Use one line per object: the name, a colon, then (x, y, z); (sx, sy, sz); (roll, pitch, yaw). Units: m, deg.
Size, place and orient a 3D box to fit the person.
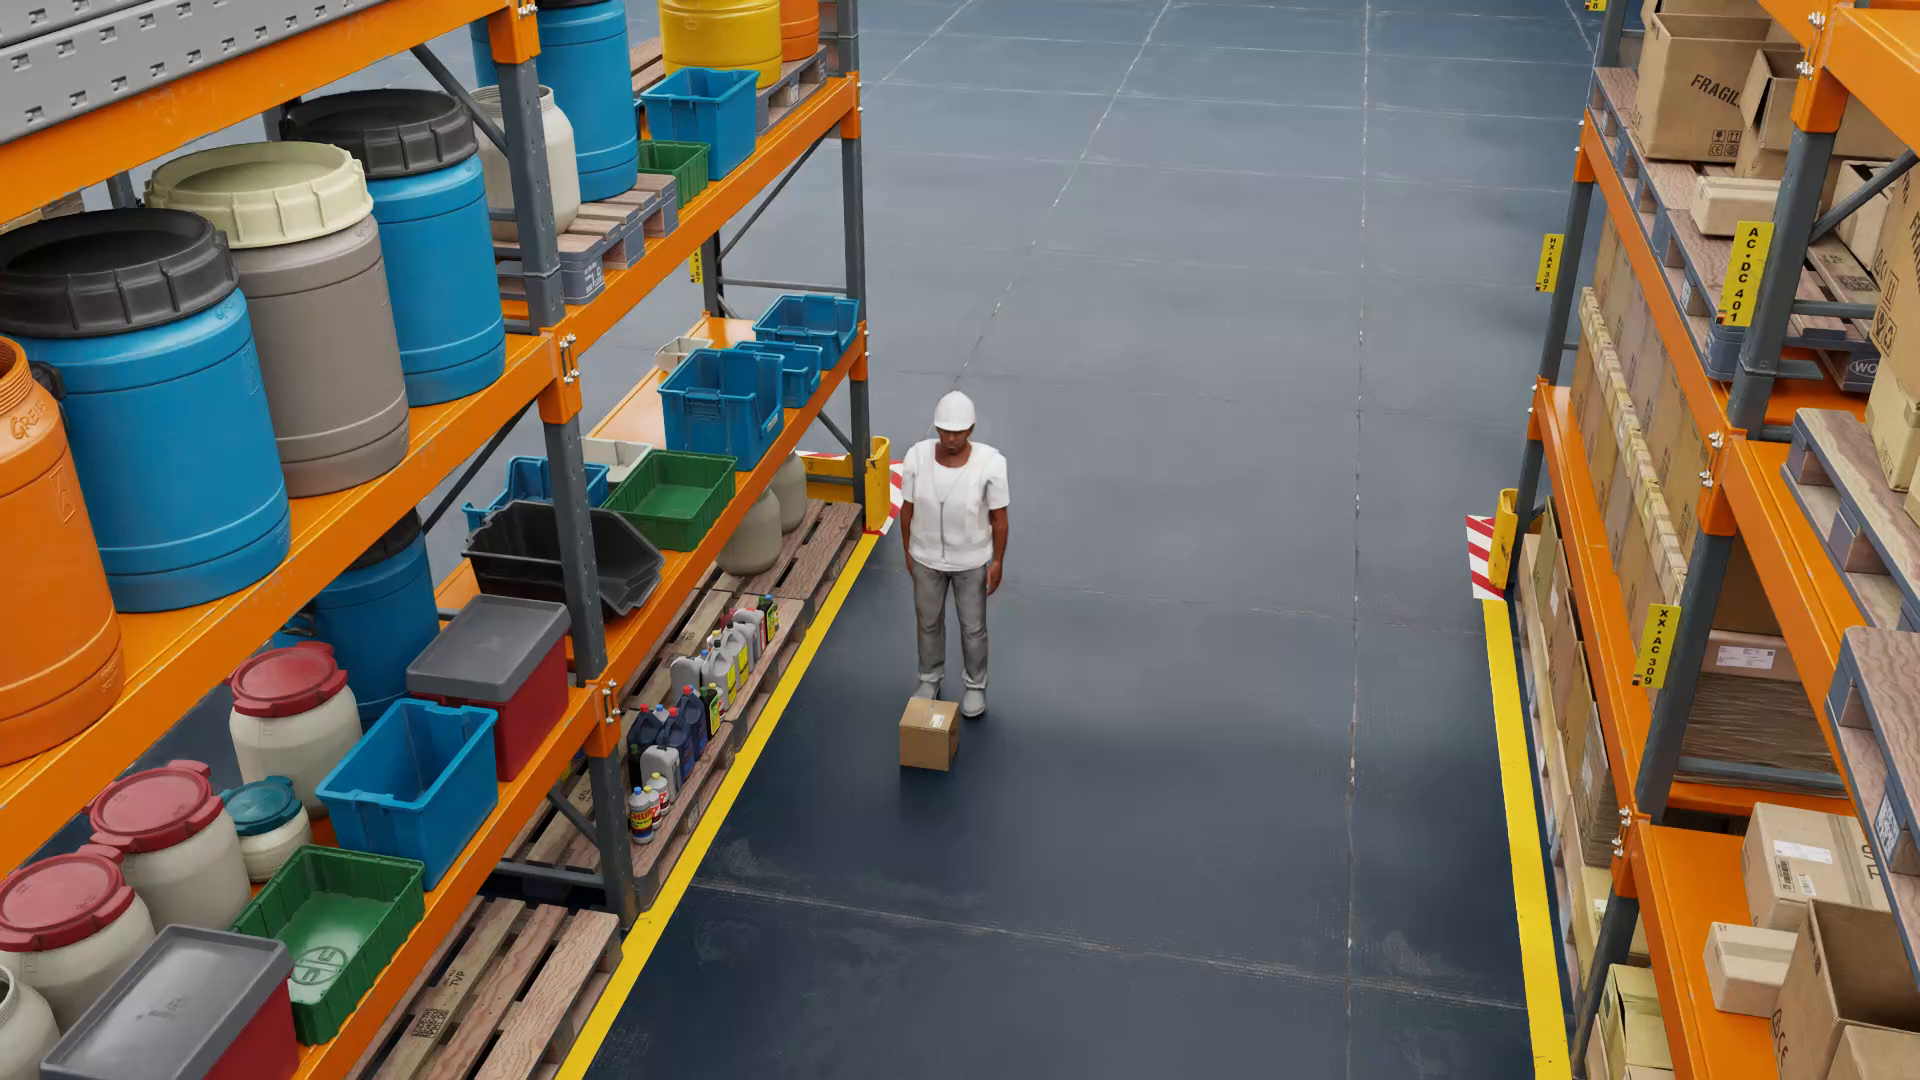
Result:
person: (-0.036, 0.081, 8.449); (0.561, 1.763, 0.350); (7, 29, 12)
